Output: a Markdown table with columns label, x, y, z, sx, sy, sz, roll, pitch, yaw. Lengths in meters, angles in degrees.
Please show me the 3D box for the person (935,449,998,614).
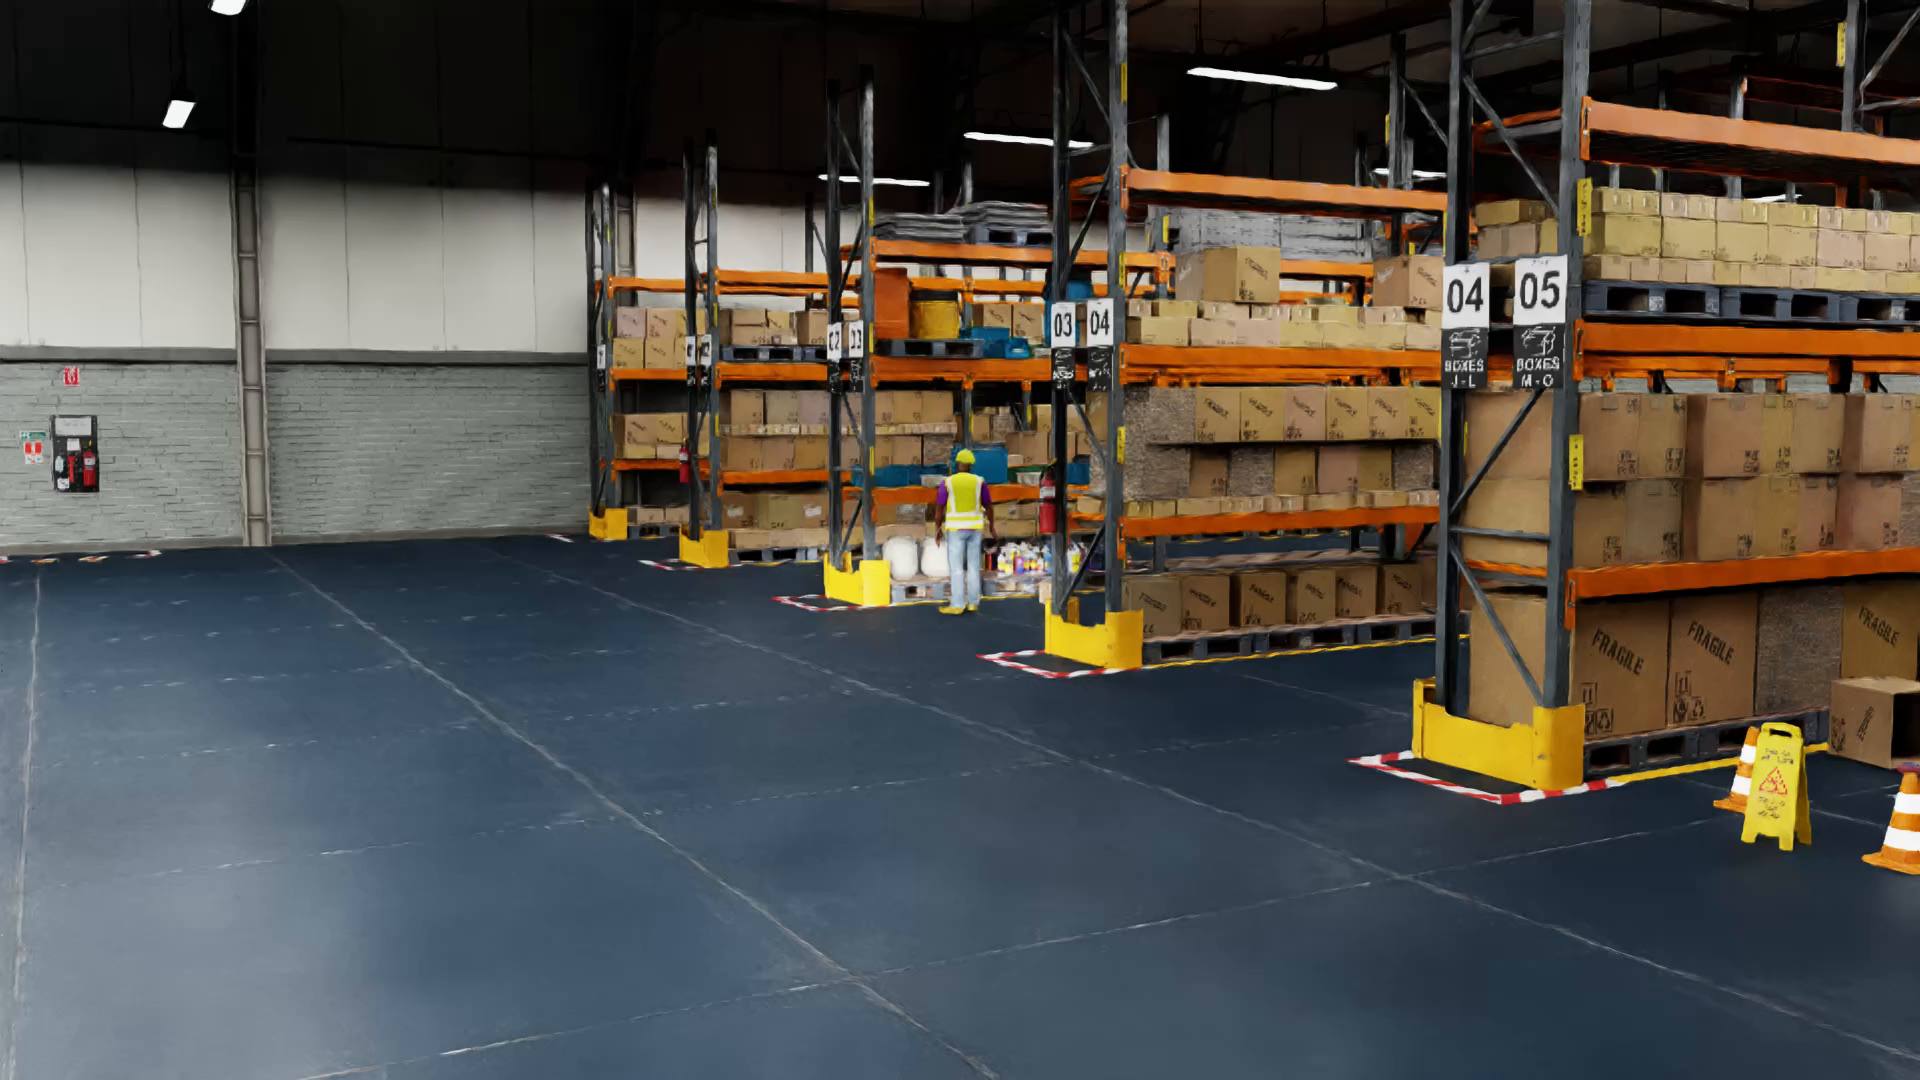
| label | x | y | z | sx | sy | sz | roll | pitch | yaw |
| --- | --- | --- | --- | --- | --- | --- | --- | --- | --- |
| person | 0.060 | -0.106 | 18.072 | 0.696 | 1.764 | 0.589 | -1 | 5 | -15 |
